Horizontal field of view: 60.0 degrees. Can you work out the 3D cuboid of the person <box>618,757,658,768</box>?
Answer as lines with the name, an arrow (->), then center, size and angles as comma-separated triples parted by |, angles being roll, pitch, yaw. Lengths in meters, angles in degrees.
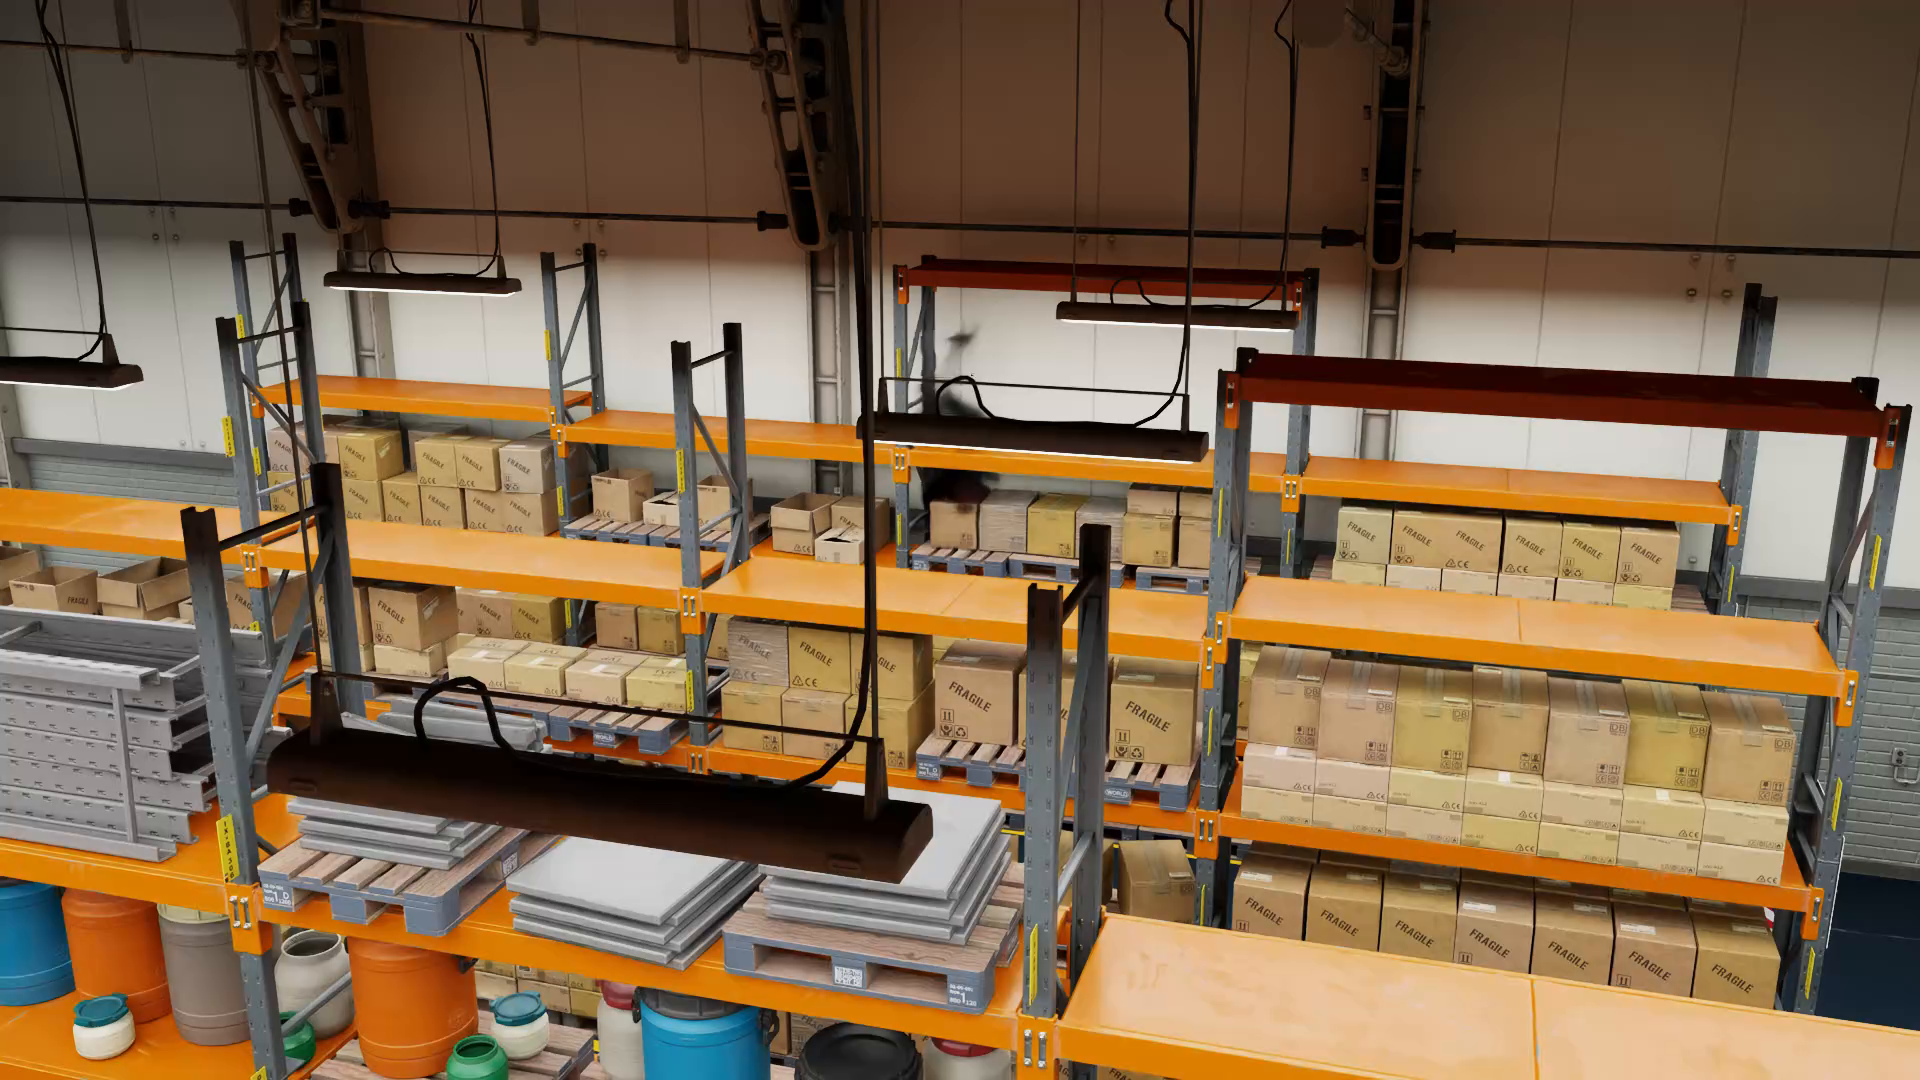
person -> -3.130, 2.418, 16.156 | 0.707, 1.892, 0.657 | 4, 16, 13
